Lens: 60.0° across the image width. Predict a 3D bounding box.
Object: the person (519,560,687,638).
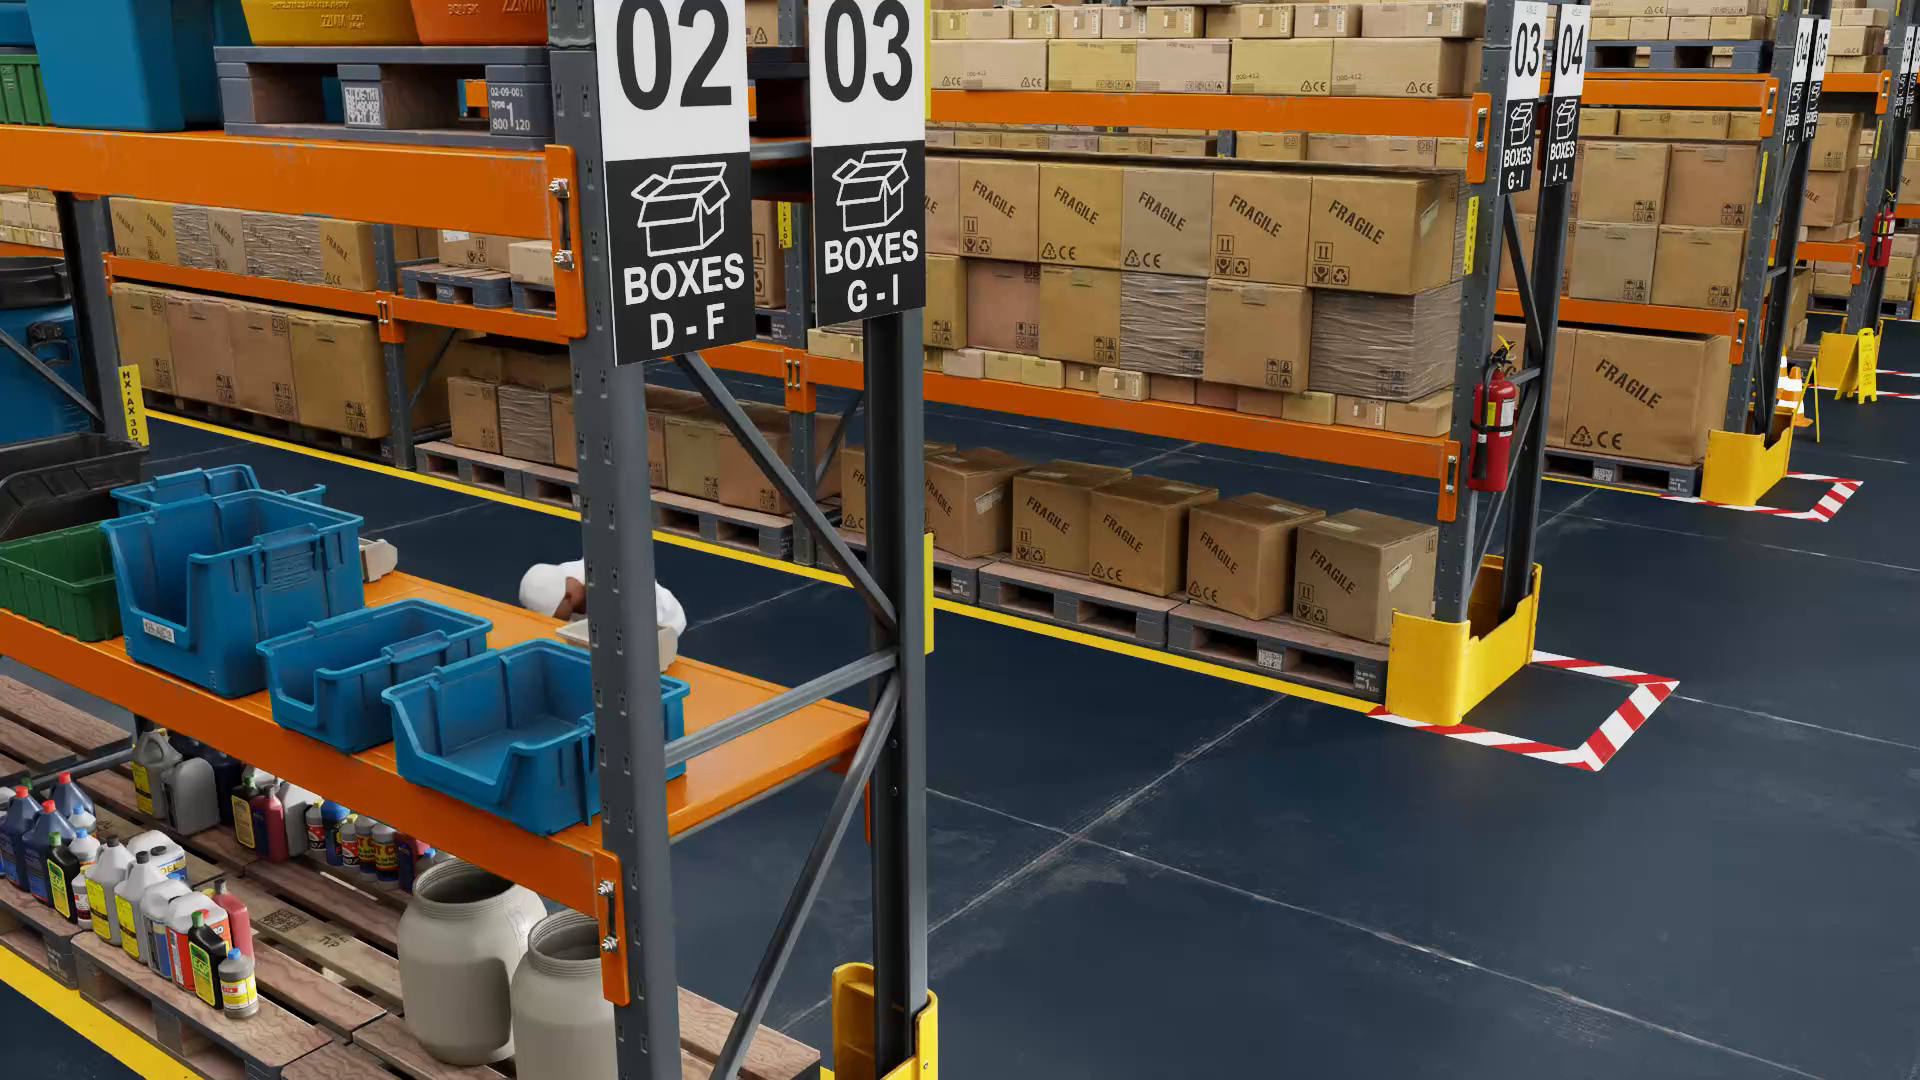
[{"bbox_3d":[-1.631,0.454,7.576,0.556,0.898,0.893,12,20,35],"label":"person"}]
